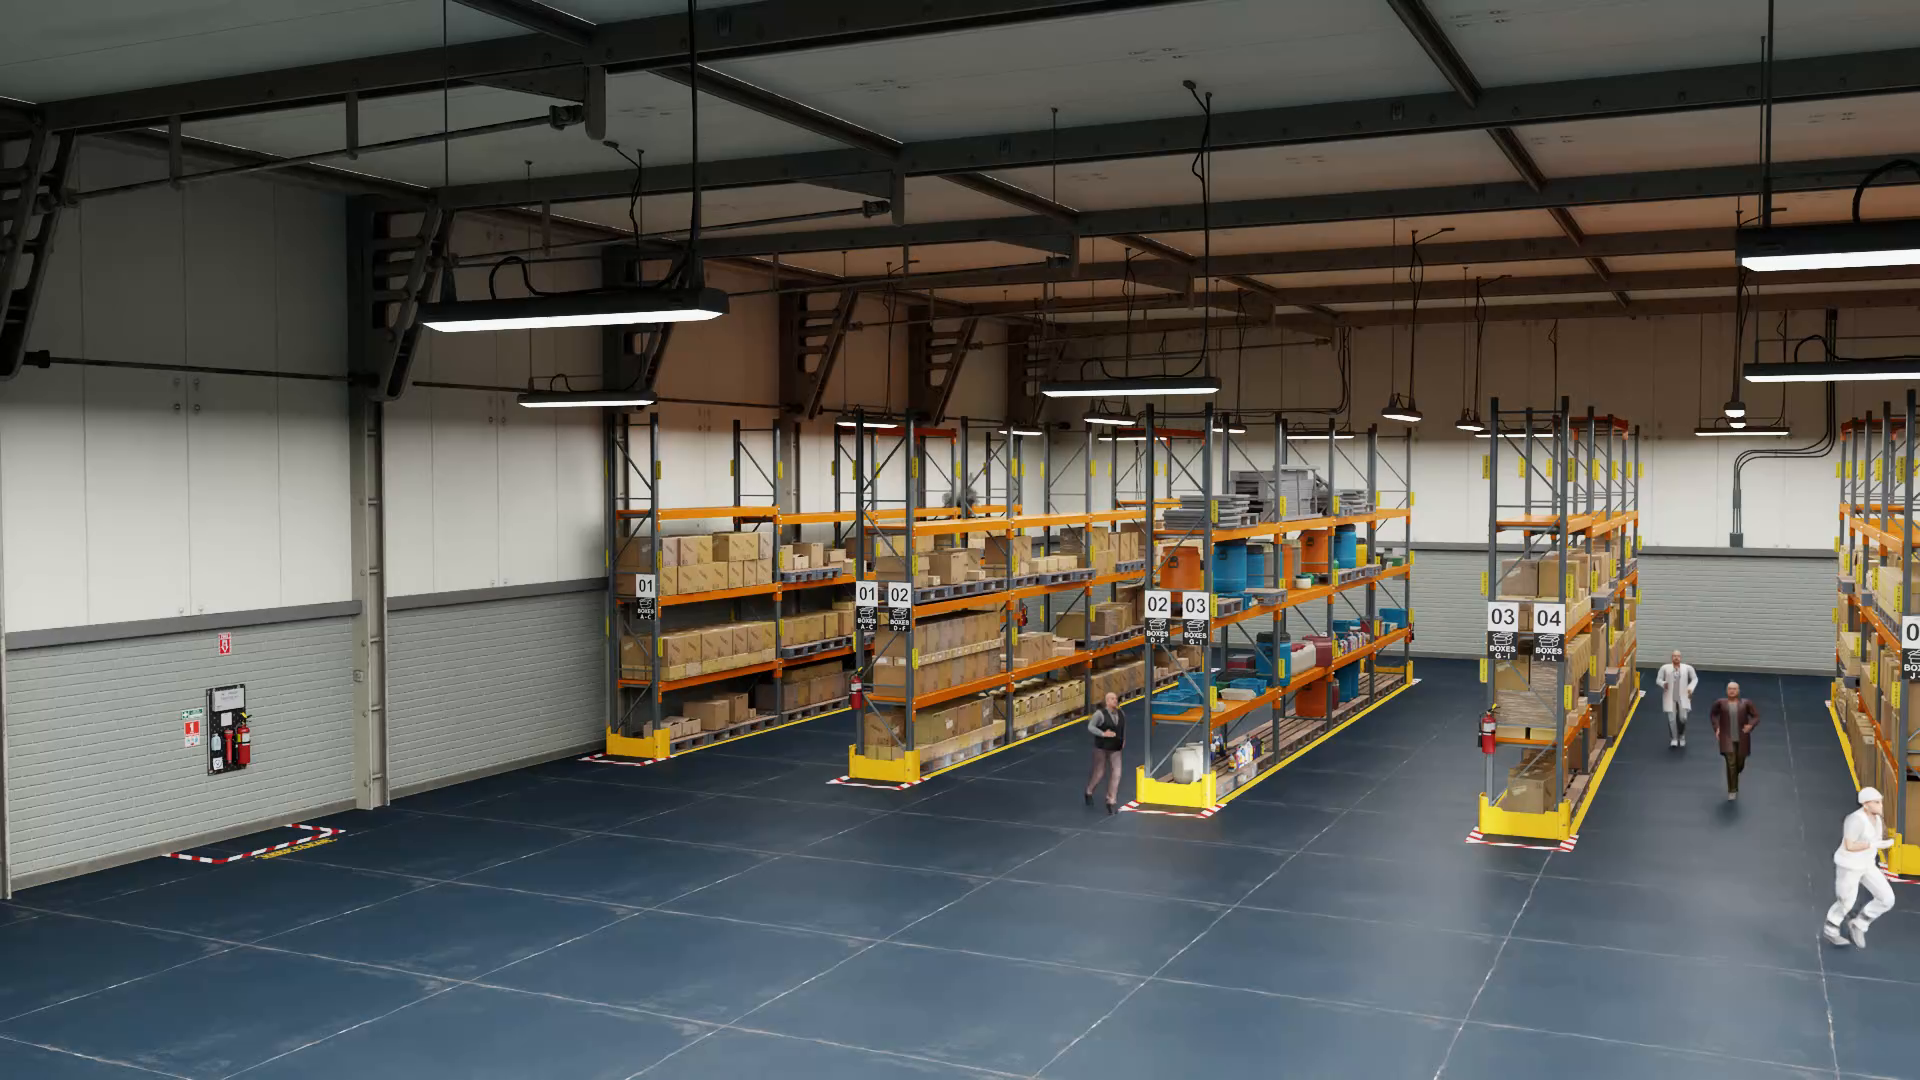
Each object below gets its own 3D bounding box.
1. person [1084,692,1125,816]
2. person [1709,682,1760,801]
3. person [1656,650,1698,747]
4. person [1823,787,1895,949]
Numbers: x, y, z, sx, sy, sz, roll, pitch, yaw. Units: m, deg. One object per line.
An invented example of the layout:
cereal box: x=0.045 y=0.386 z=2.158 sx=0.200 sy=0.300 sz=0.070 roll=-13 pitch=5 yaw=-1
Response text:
person: x=2.182 y=3.100 z=24.410 sx=0.679 sy=1.733 sz=0.884 roll=-1 pitch=3 yaw=-19
person: x=11.852 y=3.059 z=25.459 sx=0.704 sy=1.775 sz=0.858 roll=1 pitch=3 yaw=23
person: x=12.899 y=2.863 z=29.929 sx=0.697 sy=1.741 sz=0.639 roll=1 pitch=3 yaw=23
person: x=9.291 y=3.383 z=17.168 sx=0.628 sy=1.716 sz=0.828 roll=-1 pitch=3 yaw=-22
